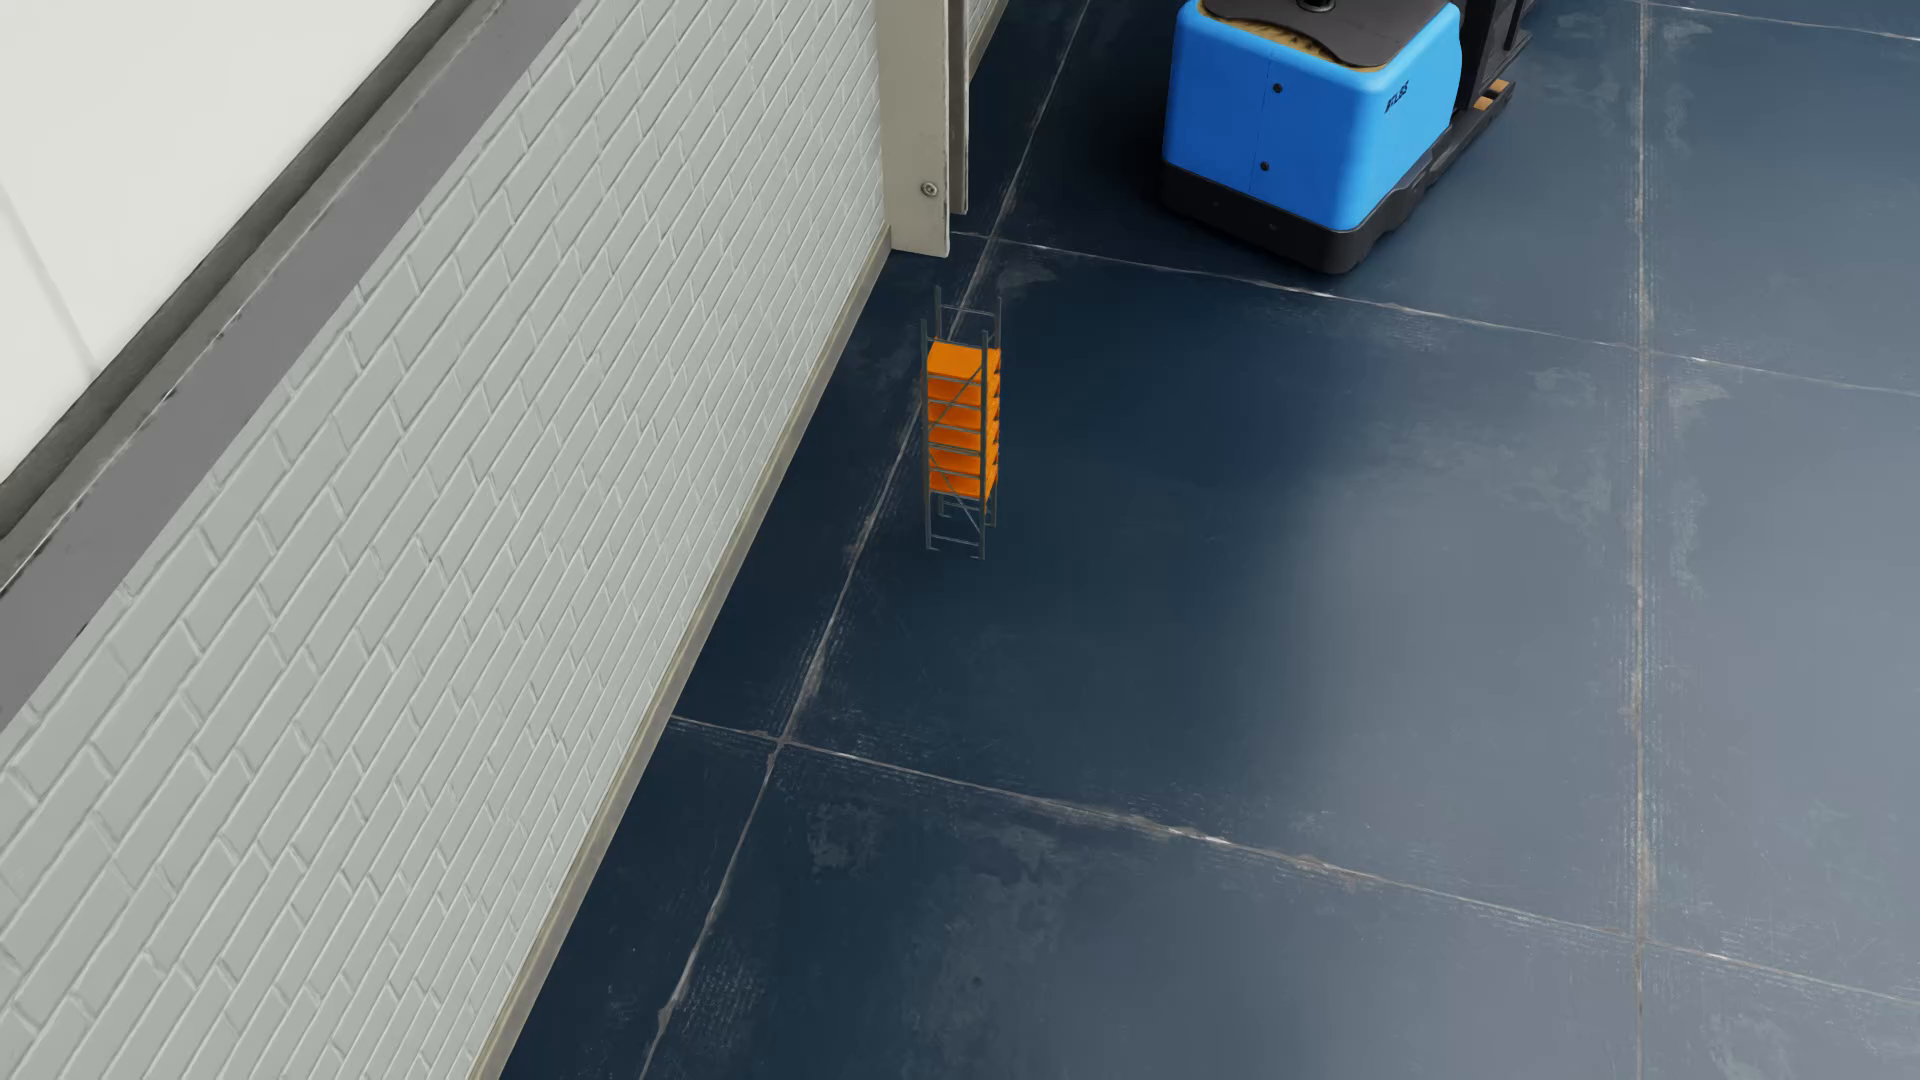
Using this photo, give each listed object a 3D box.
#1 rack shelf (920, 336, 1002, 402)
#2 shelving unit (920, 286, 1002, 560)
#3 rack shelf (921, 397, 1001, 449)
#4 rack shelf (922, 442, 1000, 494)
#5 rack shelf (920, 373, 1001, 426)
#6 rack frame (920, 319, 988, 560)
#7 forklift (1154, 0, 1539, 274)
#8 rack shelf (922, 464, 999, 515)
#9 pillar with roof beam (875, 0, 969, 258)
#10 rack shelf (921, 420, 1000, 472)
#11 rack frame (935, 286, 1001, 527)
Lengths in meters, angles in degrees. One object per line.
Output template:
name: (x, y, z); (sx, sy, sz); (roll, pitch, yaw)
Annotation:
rack shelf: (0.004, -0.616, 5.992); (0.258, 0.103, 0.180); (12, 50, 10)
shelving unit: (0.004, -0.407, 6.228); (0.258, 1.200, 0.189); (12, 50, 10)
rack shelf: (0.004, -0.457, 6.172); (0.258, 0.103, 0.180); (12, 50, 10)
rack shelf: (0.004, -0.299, 6.352); (0.258, 0.103, 0.180); (12, 50, 10)
rack shelf: (0.004, -0.537, 6.082); (0.258, 0.103, 0.180); (12, 50, 10)
rack frame: (-0.020, -0.341, 6.170); (0.240, 1.200, 0.006); (12, 50, 10)
forklift: (2.208, -3.264, 7.595); (1.130, 2.935, 3.031); (28, 54, 23)
rack shelf: (0.004, -0.219, 6.441); (0.258, 0.103, 0.180); (12, 50, 10)
pillar with roof beam: (3.993, -3.632, 3.872); (9.100, 9.000, 0.400); (12, 50, 10)
rack shelf: (0.004, -0.378, 6.262); (0.258, 0.103, 0.180); (12, 50, 10)
rack frame: (0.028, -0.474, 6.287); (0.240, 1.200, 0.006); (12, 50, 10)
